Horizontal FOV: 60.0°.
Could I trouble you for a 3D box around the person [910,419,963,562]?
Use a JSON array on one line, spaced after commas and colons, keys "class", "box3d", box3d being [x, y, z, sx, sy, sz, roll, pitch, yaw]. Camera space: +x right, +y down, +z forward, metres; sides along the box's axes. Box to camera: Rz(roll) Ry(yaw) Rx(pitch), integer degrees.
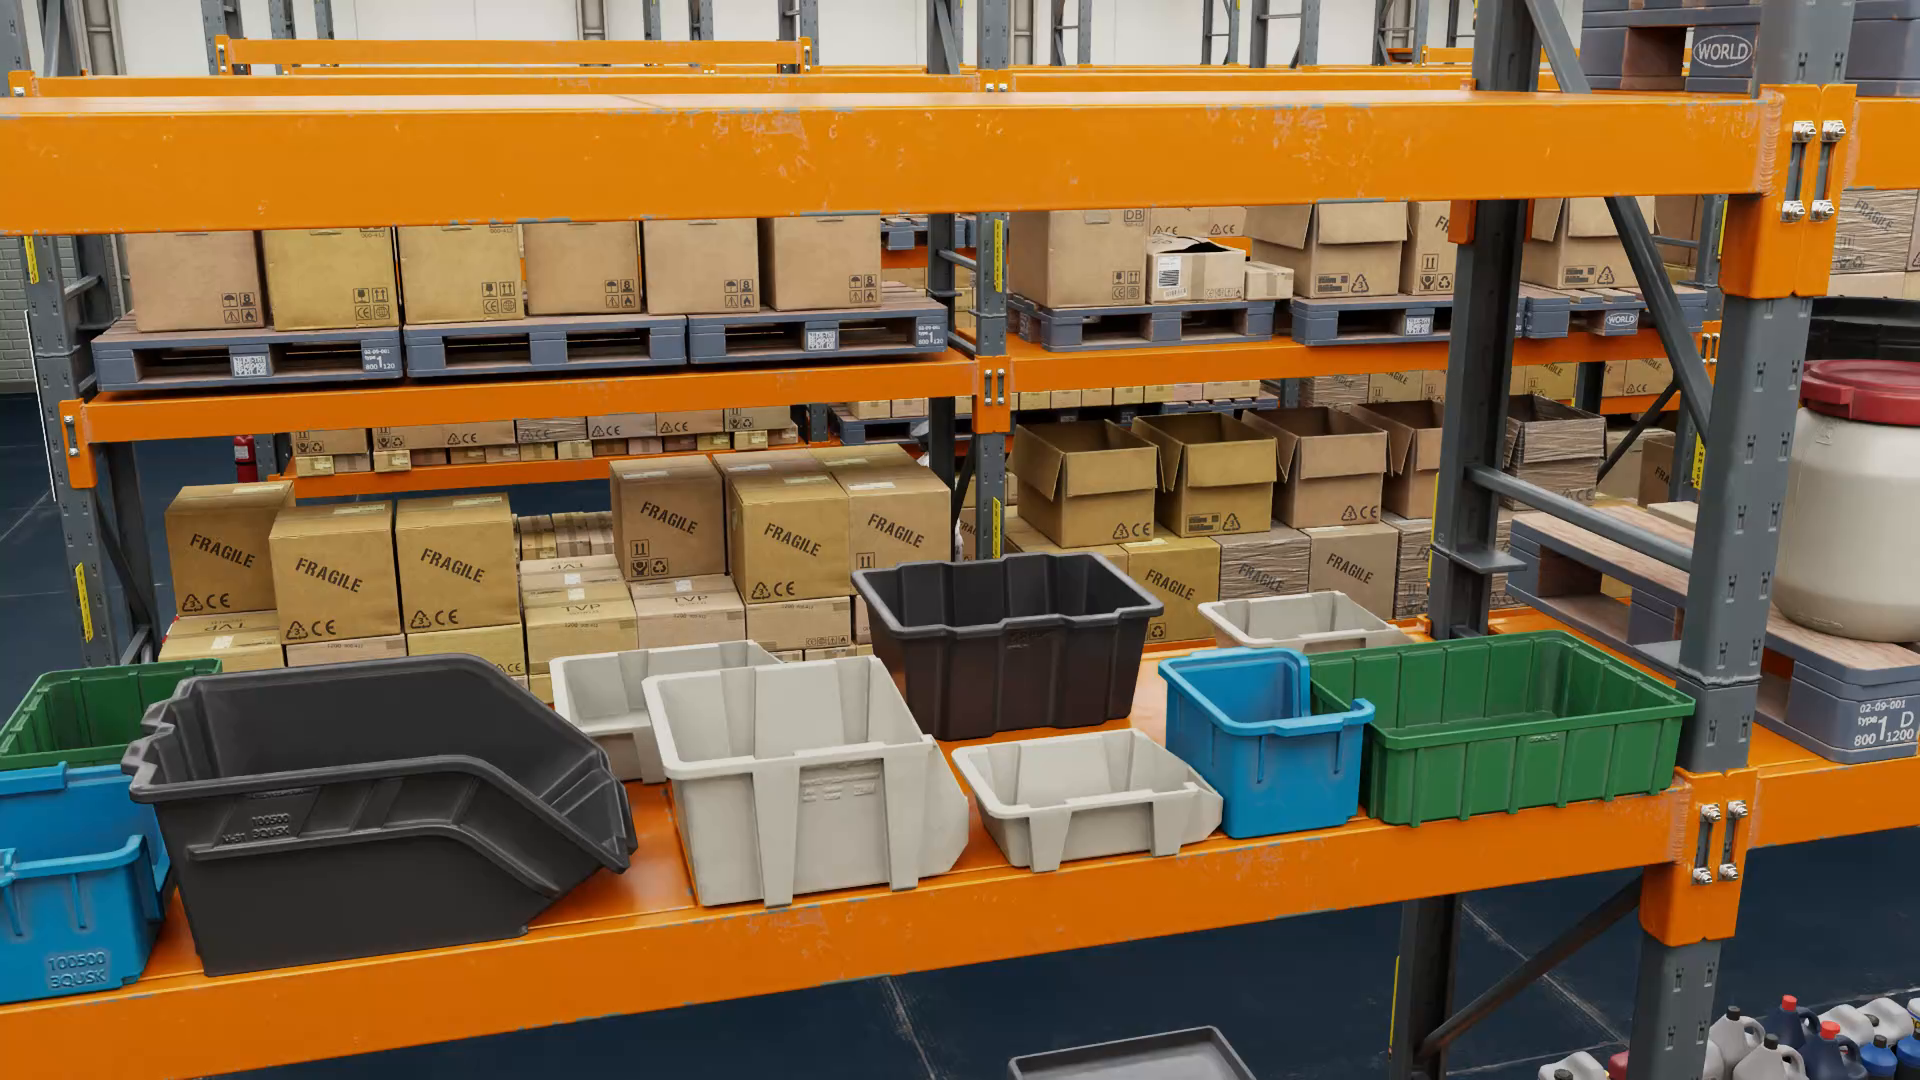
[{"class": "person", "box3d": [-0.079, -0.070, 12.184, 0.534, 1.696, 0.587, -5, 17, -15]}]
